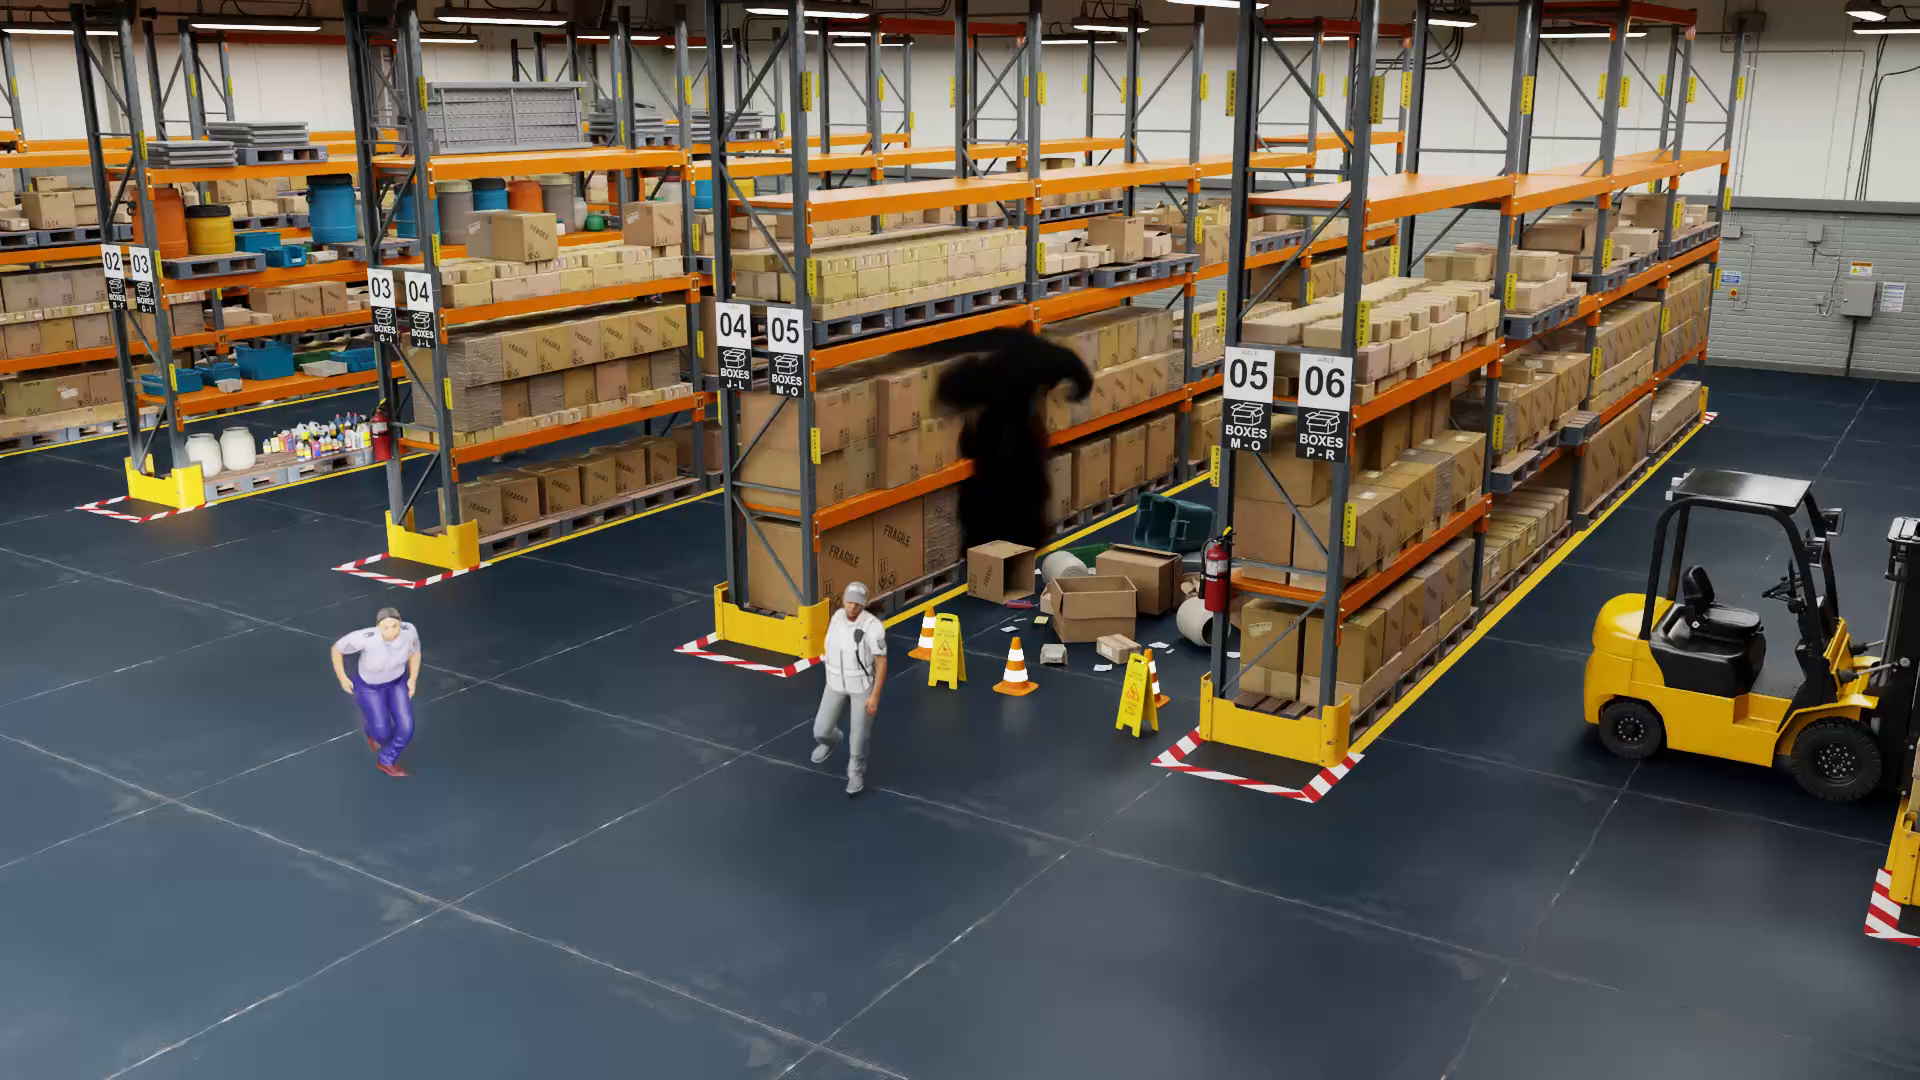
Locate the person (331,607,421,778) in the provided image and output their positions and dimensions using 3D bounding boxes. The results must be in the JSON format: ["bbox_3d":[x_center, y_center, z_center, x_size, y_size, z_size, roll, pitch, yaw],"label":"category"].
[{"bbox_3d":[-4.367,1.130,12.488,0.627,1.462,0.811,-11,19,-35],"label":"person"}]

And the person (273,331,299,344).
[{"bbox_3d":[-12.047,-3.650,29.475,0.586,1.530,0.822,5,16,17],"label":"person"}]

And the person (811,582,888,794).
[{"bbox_3d":[-0.837,1.065,12.371,0.725,1.626,0.540,6,17,21],"label":"person"}]

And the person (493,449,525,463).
[{"bbox_3d":[-6.435,-1.846,22.899,0.639,1.580,0.898,0,16,0],"label":"person"}]
